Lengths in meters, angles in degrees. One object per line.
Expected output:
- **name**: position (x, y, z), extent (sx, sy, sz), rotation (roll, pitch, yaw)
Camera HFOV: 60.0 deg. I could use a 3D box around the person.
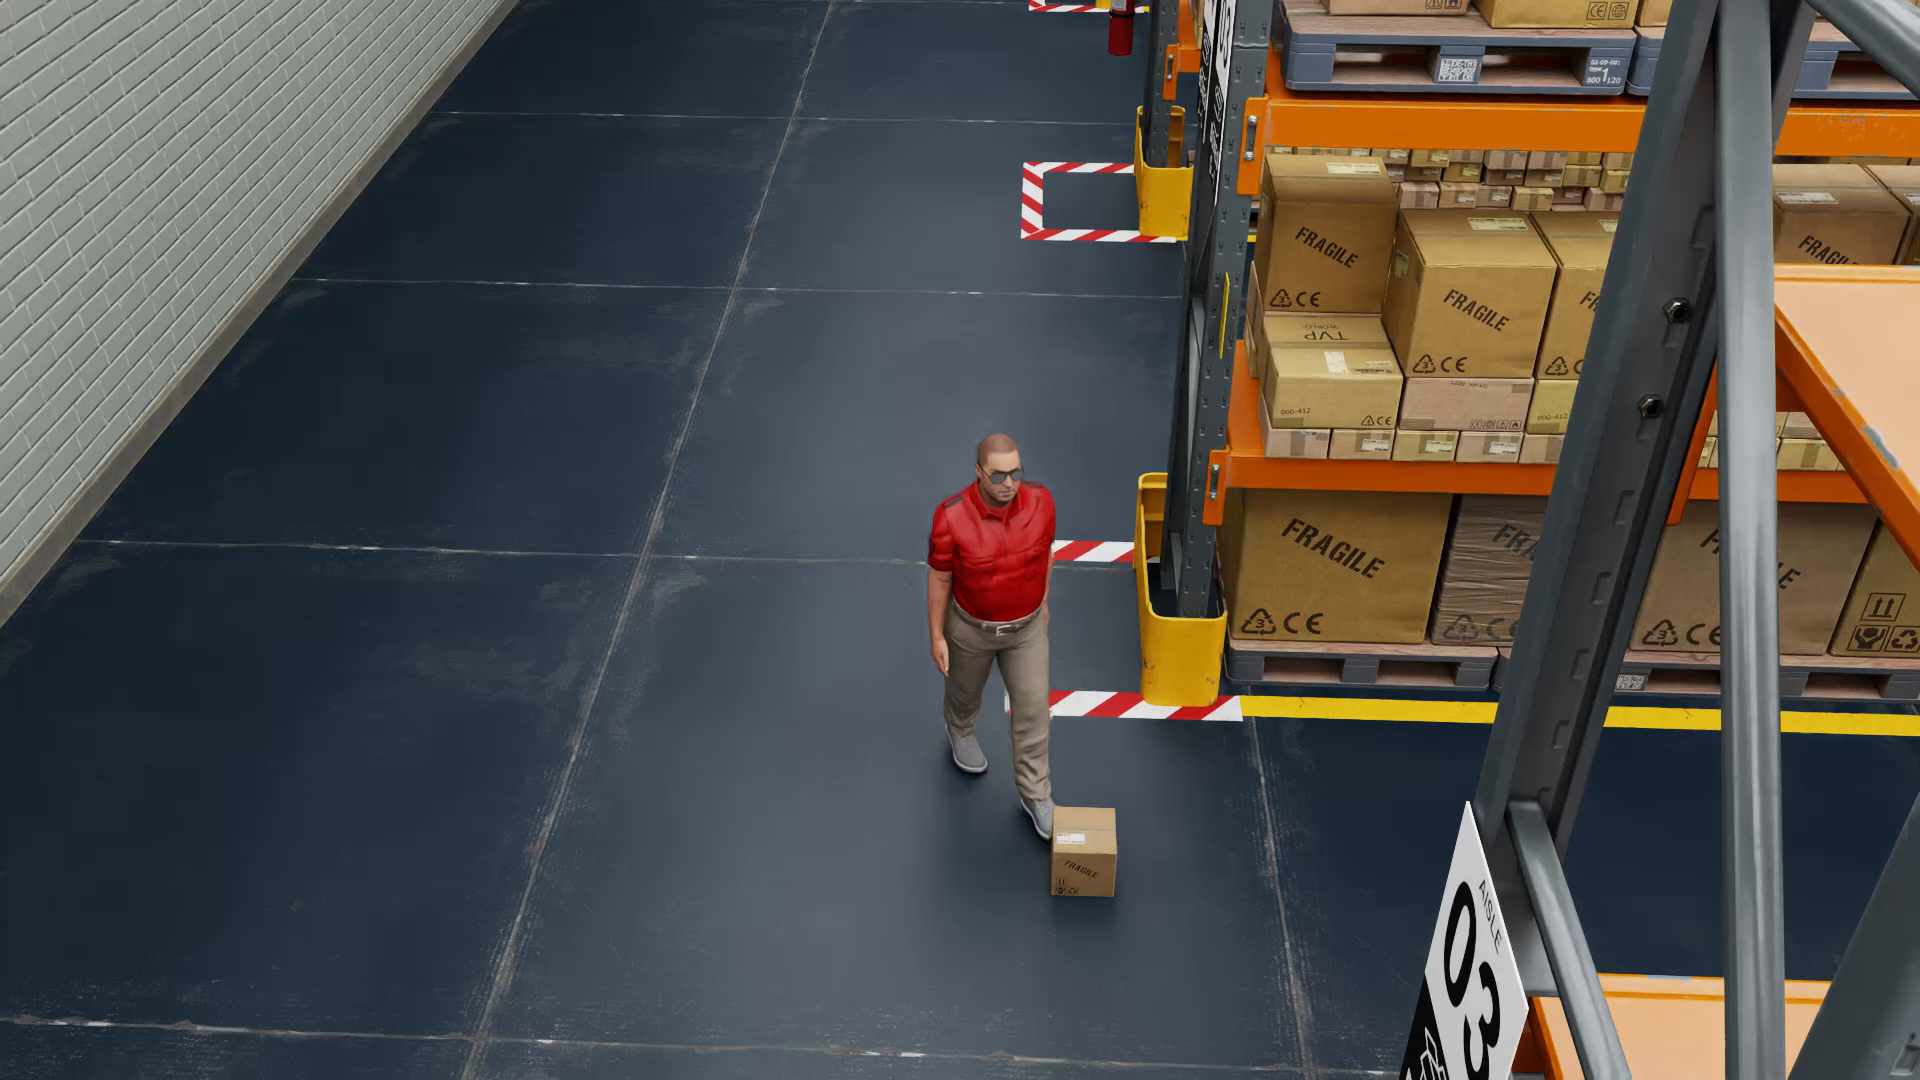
- **person**: position (0.152, 0.370, 6.605), extent (0.544, 1.701, 0.837), rotation (-9, 37, -13)
